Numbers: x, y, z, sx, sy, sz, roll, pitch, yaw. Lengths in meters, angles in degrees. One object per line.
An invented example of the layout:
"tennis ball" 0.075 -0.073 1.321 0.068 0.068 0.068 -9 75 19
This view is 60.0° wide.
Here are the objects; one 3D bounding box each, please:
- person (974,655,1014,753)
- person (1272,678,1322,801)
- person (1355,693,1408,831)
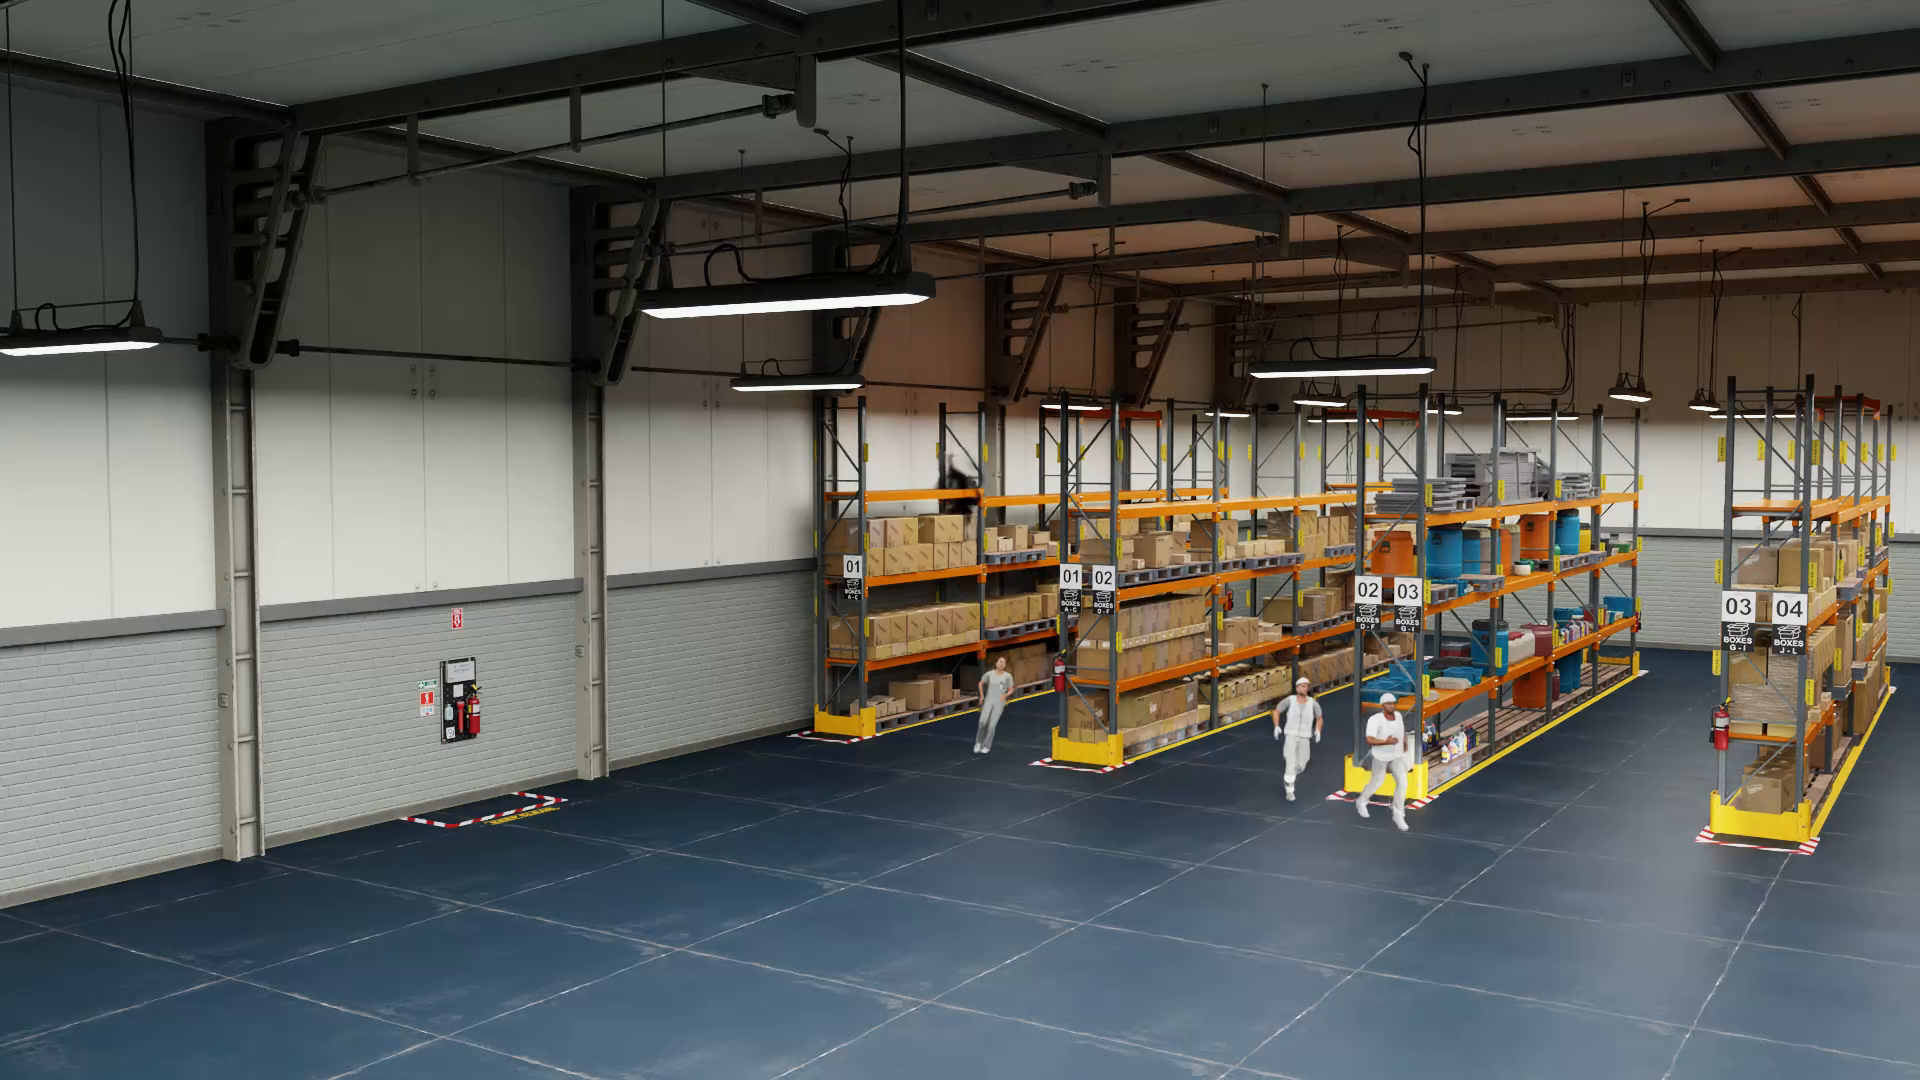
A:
"person" 0.546 2.695 27.209 0.641 1.605 0.556 1 3 10
"person" 4.913 2.875 24.167 0.718 1.744 0.628 0 3 5
"person" 5.723 2.946 22.374 0.711 1.813 0.911 -1 3 -18
